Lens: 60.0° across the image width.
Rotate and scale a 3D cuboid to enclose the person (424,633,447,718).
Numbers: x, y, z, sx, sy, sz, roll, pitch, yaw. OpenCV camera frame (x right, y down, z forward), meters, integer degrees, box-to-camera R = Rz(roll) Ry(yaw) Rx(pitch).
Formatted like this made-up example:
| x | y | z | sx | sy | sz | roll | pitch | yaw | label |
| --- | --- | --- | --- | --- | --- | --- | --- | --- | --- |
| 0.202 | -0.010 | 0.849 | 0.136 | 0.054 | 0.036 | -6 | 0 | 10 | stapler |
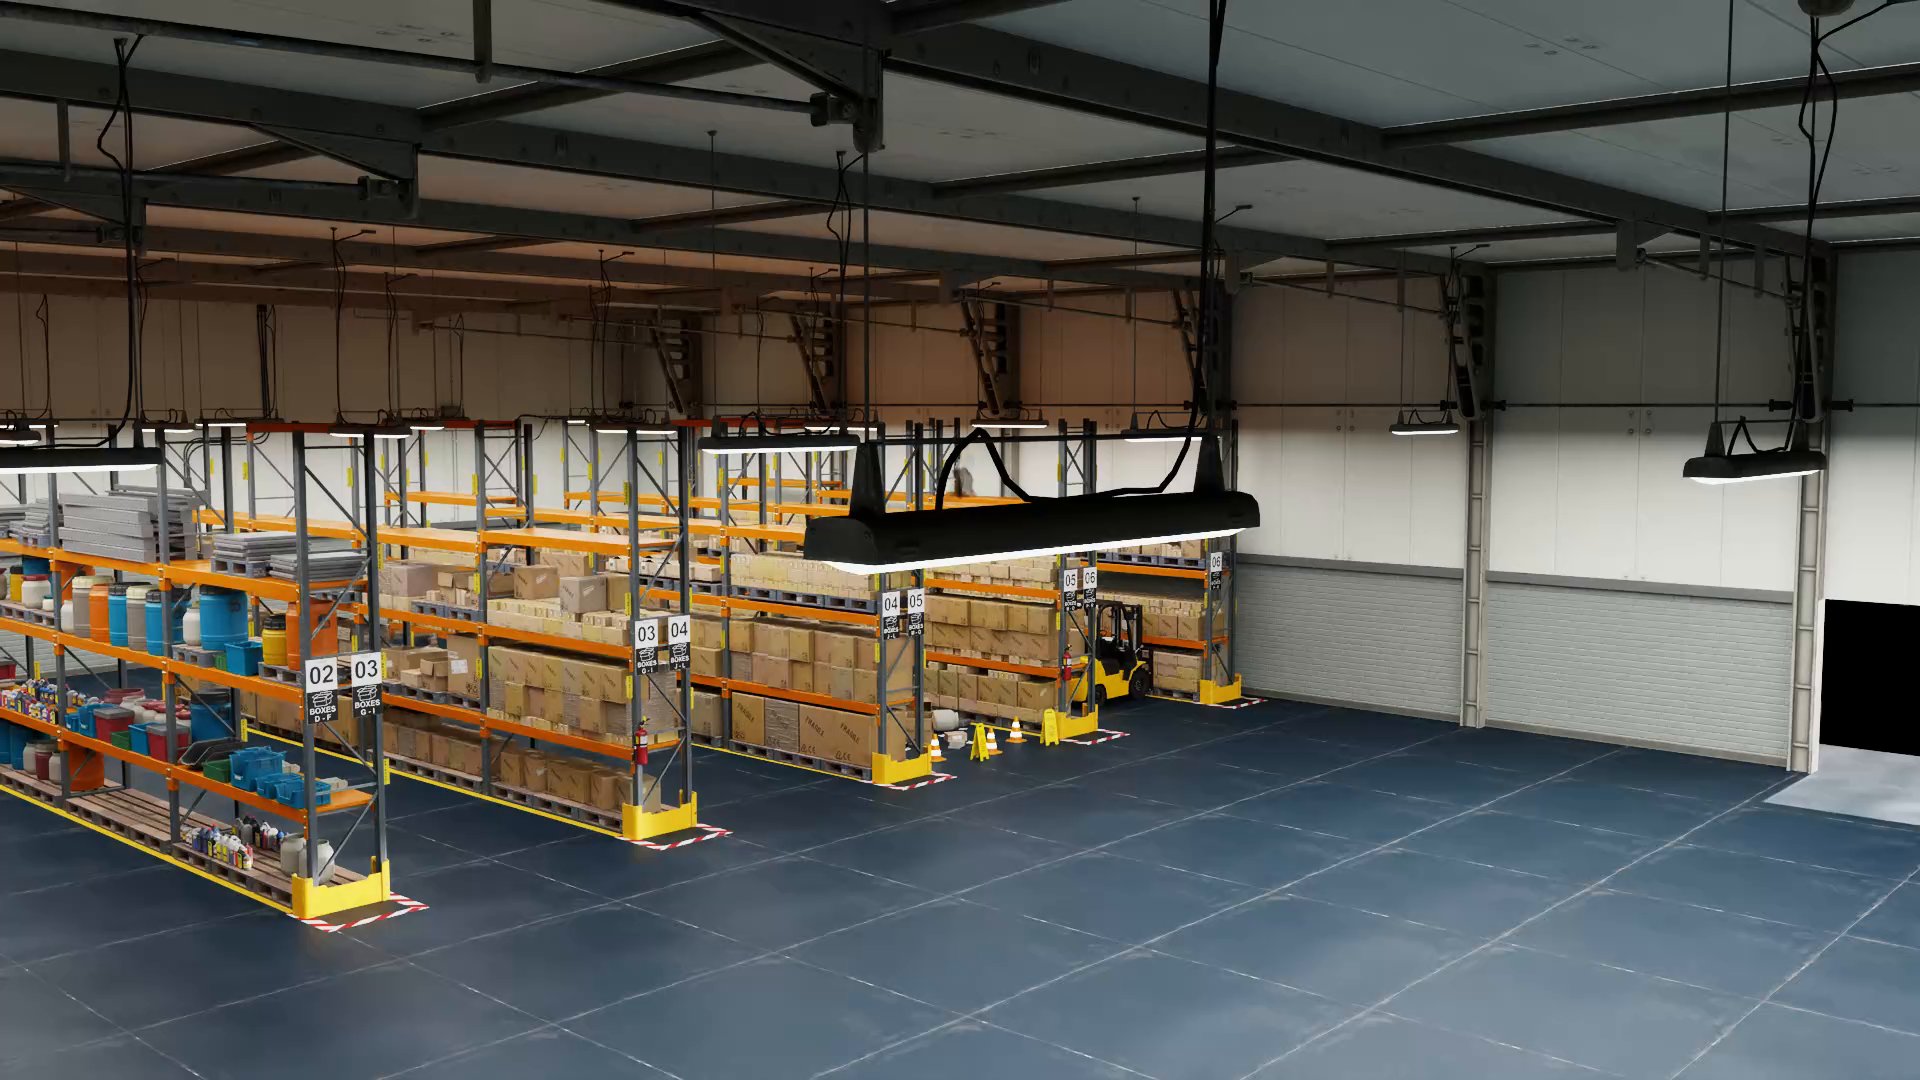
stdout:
| x | y | z | sx | sy | sz | roll | pitch | yaw | label |
| --- | --- | --- | --- | --- | --- | --- | --- | --- | --- |
| -10.715 | 2.734 | 33.726 | 0.816 | 1.737 | 0.557 | 3 | 6 | 36 | person |
